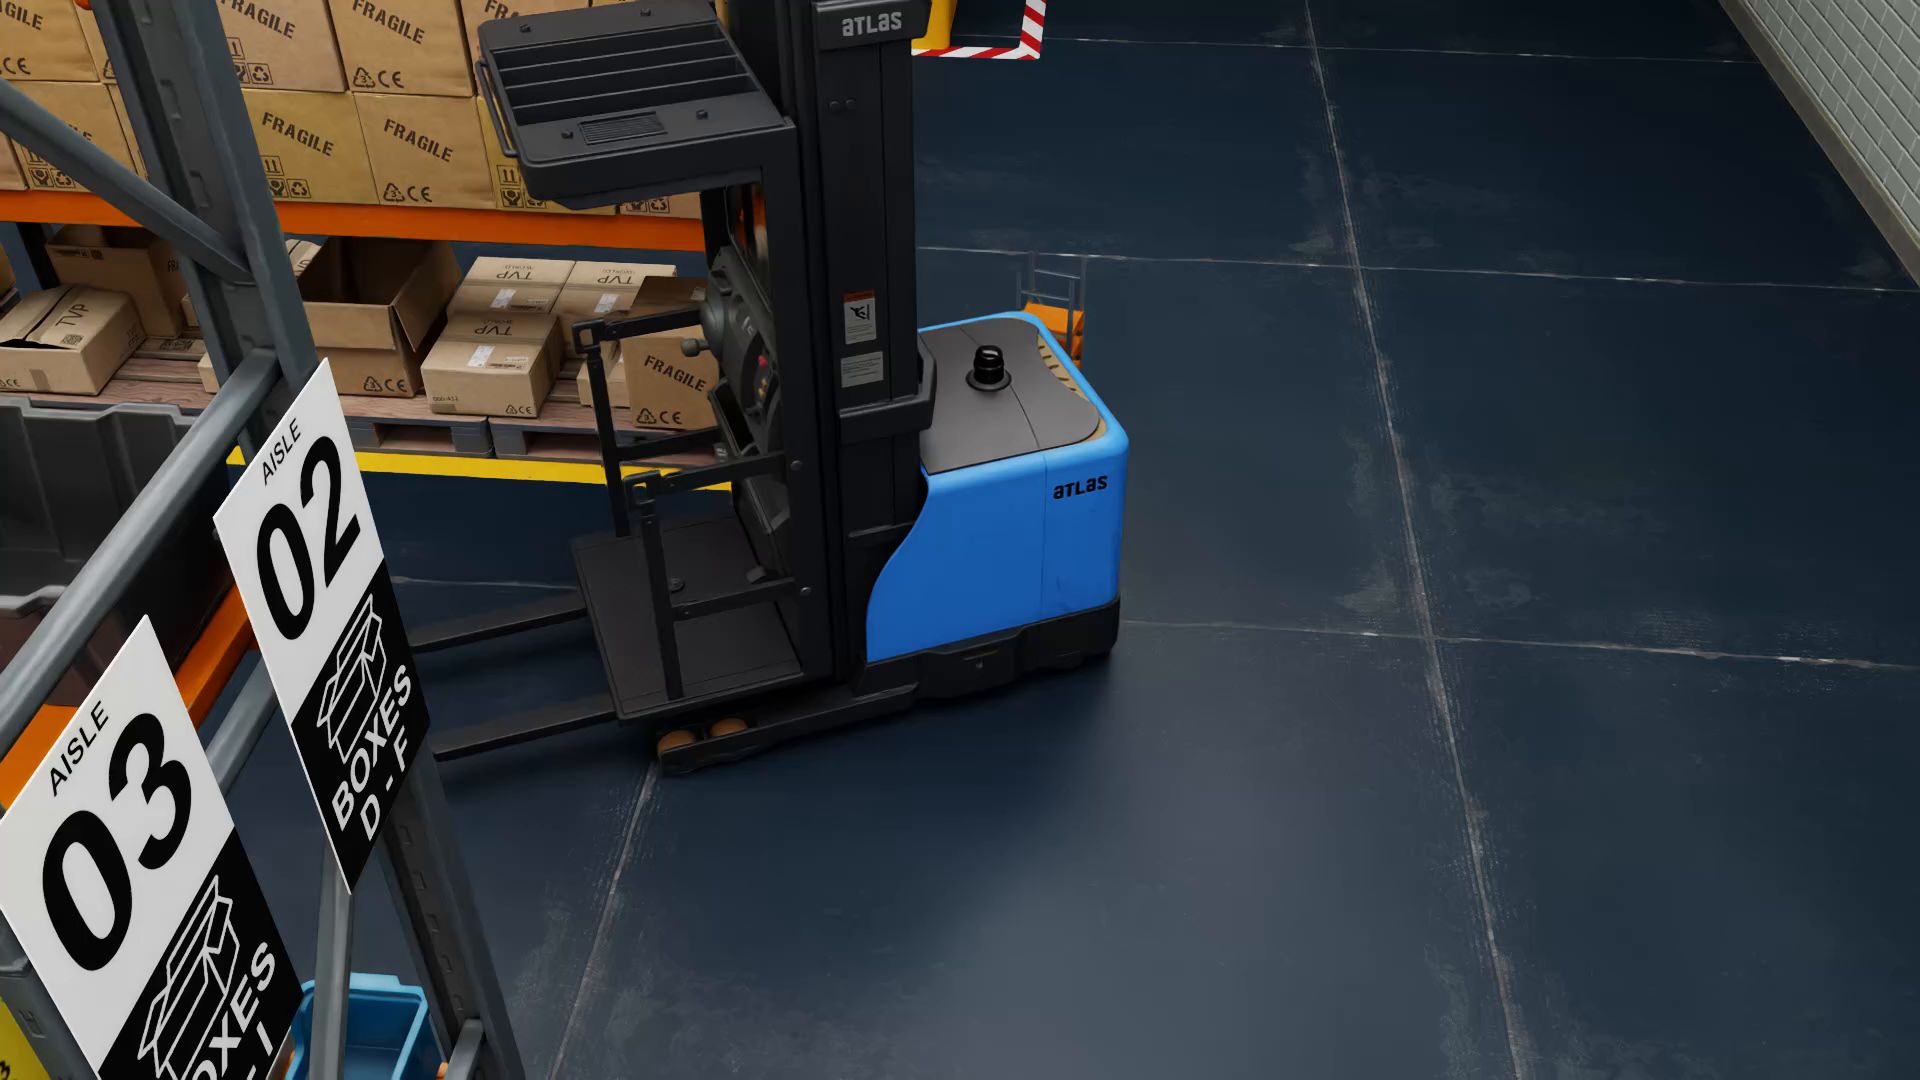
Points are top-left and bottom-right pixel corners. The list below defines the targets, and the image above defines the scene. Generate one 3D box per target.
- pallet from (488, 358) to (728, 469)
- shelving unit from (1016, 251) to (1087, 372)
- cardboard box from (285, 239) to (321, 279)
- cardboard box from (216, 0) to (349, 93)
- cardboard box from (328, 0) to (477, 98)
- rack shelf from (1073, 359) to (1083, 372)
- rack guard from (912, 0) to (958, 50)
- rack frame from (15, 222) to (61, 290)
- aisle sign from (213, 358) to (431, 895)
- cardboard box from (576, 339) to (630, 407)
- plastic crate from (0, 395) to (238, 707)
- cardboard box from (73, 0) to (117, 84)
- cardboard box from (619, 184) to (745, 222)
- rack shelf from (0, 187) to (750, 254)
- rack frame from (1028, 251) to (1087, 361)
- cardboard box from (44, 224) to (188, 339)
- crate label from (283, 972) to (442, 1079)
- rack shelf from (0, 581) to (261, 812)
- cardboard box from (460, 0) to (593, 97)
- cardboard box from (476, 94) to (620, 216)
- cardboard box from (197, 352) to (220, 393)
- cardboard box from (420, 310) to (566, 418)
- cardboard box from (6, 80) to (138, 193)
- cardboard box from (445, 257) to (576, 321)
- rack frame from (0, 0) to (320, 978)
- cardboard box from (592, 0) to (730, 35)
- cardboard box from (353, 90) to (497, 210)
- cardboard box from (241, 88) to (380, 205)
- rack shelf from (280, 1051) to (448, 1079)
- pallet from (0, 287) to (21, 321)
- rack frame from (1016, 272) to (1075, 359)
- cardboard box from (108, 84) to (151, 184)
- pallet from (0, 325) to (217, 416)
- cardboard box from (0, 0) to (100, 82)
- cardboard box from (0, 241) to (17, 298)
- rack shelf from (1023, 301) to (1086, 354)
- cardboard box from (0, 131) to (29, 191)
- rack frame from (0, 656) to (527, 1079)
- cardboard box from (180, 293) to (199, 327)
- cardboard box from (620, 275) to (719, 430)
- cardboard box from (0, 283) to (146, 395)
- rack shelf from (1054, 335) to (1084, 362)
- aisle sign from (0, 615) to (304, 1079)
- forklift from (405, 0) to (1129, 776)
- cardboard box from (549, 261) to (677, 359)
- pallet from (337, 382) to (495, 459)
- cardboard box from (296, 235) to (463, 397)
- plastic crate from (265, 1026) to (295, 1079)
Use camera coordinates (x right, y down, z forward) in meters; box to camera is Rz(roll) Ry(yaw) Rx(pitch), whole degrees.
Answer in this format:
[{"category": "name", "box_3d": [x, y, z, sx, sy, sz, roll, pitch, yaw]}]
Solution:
[{"category": "pallet", "box_3d": [-1.518, -0.738, 7.989, 1.213, 0.211, 1.003, 3, 39, 4]}, {"category": "shelving unit", "box_3d": [0.370, -0.638, 7.082, 0.258, 1.200, 0.189, 12, 40, 14]}, {"category": "cardboard box", "box_3d": [-3.294, -1.224, 8.160, 0.500, 0.311, 0.500, 3, 39, 4]}, {"category": "cardboard box", "box_3d": [-2.648, -2.130, 6.620, 0.500, 0.500, 0.500, 4, 39, 5]}, {"category": "cardboard box", "box_3d": [-2.136, -2.102, 6.585, 0.500, 0.500, 0.500, 4, 39, 5]}, {"category": "rack shelf", "box_3d": [0.370, -0.696, 7.035, 0.258, 0.103, 0.180, 12, 40, 14]}, {"category": "rack guard", "box_3d": [-0.201, -3.917, 11.666, 0.348, 0.500, 1.175, 3, 39, 4]}, {"category": "rack frame", "box_3d": [-4.633, -1.990, 7.319, 0.127, 3.000, 1.000, 3, 39, 4]}, {"category": "aisle sign", "box_3d": [-0.982, 0.152, 2.628, 0.004, 0.787, 0.394, 3, 39, 4]}, {"category": "cardboard box", "box_3d": [-1.607, -0.797, 7.749, 0.250, 0.166, 0.380, 3, 39, 4]}, {"category": "plastic crate", "box_3d": [-1.439, 0.034, 2.560, 0.590, 0.269, 0.497, 3, 39, 4]}, {"category": "cardboard box", "box_3d": [-3.162, -2.158, 6.654, 0.500, 0.500, 0.500, 2, 39, 3]}, {"category": "cardboard box", "box_3d": [-1.118, -1.664, 6.839, 0.500, 0.500, 0.500, 4, 39, 5]}, {"category": "rack shelf", "box_3d": [-2.641, -1.602, 7.412, 4.000, 0.370, 1.077, 3, 39, 4]}, {"category": "rack frame", "box_3d": [0.400, -0.692, 7.150, 0.240, 1.200, 0.006, 12, 40, 14]}, {"category": "cardboard box", "box_3d": [-4.041, -1.339, 8.150, 0.500, 0.500, 0.500, 3, 39, 4]}, {"category": "crate label", "box_3d": [-1.297, 1.164, 3.529, 0.303, 0.233, 0.416, 3, 39, 4]}, {"category": "rack shelf", "box_3d": [-3.072, 0.350, 2.638, 4.000, 0.370, 1.077, 3, 39, 4]}, {"category": "cardboard box", "box_3d": [-1.619, -2.077, 6.554, 0.500, 0.500, 0.500, 4, 39, 5]}, {"category": "cardboard box", "box_3d": [-1.635, -1.690, 6.871, 0.500, 0.500, 0.500, 3, 39, 4]}, {"category": "cardboard box", "box_3d": [-3.371, -0.862, 7.829, 0.250, 0.166, 0.380, 3, 39, 4]}, {"category": "cardboard box", "box_3d": [-2.155, -0.822, 7.713, 0.500, 0.250, 0.500, 3, 39, 4]}, {"category": "cardboard box", "box_3d": [-3.639, -1.804, 7.011, 0.500, 0.500, 0.500, 4, 39, 5]}, {"category": "cardboard box", "box_3d": [-2.162, -1.139, 8.103, 0.500, 0.250, 0.500, 3, 39, 4]}, {"category": "rack frame", "box_3d": [-1.079, -0.984, 1.330, 0.127, 3.000, 1.000, 3, 39, 4]}, {"category": "cardboard box", "box_3d": [-1.116, -2.050, 6.521, 0.500, 0.500, 0.500, 3, 39, 3]}, {"category": "cardboard box", "box_3d": [-2.132, -1.721, 6.909, 0.500, 0.500, 0.500, 3, 39, 4]}, {"category": "cardboard box", "box_3d": [-2.634, -1.748, 6.943, 0.500, 0.500, 0.500, 3, 39, 3]}, {"category": "rack shelf", "box_3d": [-3.072, 1.513, 3.585, 4.000, 0.370, 1.077, 3, 39, 4]}, {"category": "pallet", "box_3d": [-5.447, -0.929, 8.224, 1.213, 0.211, 1.003, 3, 39, 4]}, {"category": "rack frame", "box_3d": [0.341, -0.583, 7.015, 0.240, 1.200, 0.006, 12, 40, 14]}, {"category": "cardboard box", "box_3d": [-3.141, -1.775, 6.976, 0.500, 0.500, 0.500, 3, 39, 4]}, {"category": "pallet", "box_3d": [-3.949, -0.870, 8.152, 1.213, 0.211, 1.003, 3, 39, 4]}, {"category": "cardboard box", "box_3d": [-3.674, -2.186, 6.688, 0.500, 0.500, 0.500, 2, 39, 2]}, {"category": "cardboard box", "box_3d": [-5.094, -1.371, 8.190, 0.500, 0.500, 0.500, 1, 39, 2]}, {"category": "rack shelf", "box_3d": [0.371, -0.883, 6.884, 0.258, 0.103, 0.180, 12, 40, 14]}, {"category": "cardboard box", "box_3d": [-4.149, -1.830, 7.043, 0.500, 0.500, 0.500, 4, 39, 5]}, {"category": "rack frame", "box_3d": [-1.079, 1.343, 3.224, 0.127, 3.000, 1.000, 3, 39, 4]}, {"category": "cardboard box", "box_3d": [-3.663, -1.220, 8.282, 0.250, 0.149, 0.380, 3, 39, 4]}, {"category": "cardboard box", "box_3d": [-1.211, -0.848, 7.547, 0.500, 0.500, 0.500, 3, 39, 4]}, {"category": "cardboard box", "box_3d": [-4.234, -0.959, 7.833, 0.500, 0.311, 0.500, 3, 39, 4]}, {"category": "rack shelf", "box_3d": [0.371, -0.790, 6.959, 0.258, 0.103, 0.180, 12, 40, 14]}, {"category": "aisle sign", "box_3d": [-1.033, 0.523, 2.172, 0.004, 0.787, 0.394, 3, 39, 4]}, {"category": "forklift", "box_3d": [-0.943, -0.644, 5.719, 3.031, 2.935, 1.130, -13, 41, -15]}, {"category": "cardboard box", "box_3d": [-1.664, -1.112, 8.069, 0.500, 0.250, 0.500, 3, 39, 4]}, {"category": "pallet", "box_3d": [-2.731, -0.806, 8.073, 1.213, 0.211, 1.003, 3, 39, 4]}, {"category": "cardboard box", "box_3d": [-2.761, -1.093, 7.846, 0.637, 0.503, 0.797, 3, 39, 4]}, {"category": "plastic crate", "box_3d": [-1.609, 1.132, 3.645, 0.298, 0.136, 0.250, 3, 39, 4]}]
